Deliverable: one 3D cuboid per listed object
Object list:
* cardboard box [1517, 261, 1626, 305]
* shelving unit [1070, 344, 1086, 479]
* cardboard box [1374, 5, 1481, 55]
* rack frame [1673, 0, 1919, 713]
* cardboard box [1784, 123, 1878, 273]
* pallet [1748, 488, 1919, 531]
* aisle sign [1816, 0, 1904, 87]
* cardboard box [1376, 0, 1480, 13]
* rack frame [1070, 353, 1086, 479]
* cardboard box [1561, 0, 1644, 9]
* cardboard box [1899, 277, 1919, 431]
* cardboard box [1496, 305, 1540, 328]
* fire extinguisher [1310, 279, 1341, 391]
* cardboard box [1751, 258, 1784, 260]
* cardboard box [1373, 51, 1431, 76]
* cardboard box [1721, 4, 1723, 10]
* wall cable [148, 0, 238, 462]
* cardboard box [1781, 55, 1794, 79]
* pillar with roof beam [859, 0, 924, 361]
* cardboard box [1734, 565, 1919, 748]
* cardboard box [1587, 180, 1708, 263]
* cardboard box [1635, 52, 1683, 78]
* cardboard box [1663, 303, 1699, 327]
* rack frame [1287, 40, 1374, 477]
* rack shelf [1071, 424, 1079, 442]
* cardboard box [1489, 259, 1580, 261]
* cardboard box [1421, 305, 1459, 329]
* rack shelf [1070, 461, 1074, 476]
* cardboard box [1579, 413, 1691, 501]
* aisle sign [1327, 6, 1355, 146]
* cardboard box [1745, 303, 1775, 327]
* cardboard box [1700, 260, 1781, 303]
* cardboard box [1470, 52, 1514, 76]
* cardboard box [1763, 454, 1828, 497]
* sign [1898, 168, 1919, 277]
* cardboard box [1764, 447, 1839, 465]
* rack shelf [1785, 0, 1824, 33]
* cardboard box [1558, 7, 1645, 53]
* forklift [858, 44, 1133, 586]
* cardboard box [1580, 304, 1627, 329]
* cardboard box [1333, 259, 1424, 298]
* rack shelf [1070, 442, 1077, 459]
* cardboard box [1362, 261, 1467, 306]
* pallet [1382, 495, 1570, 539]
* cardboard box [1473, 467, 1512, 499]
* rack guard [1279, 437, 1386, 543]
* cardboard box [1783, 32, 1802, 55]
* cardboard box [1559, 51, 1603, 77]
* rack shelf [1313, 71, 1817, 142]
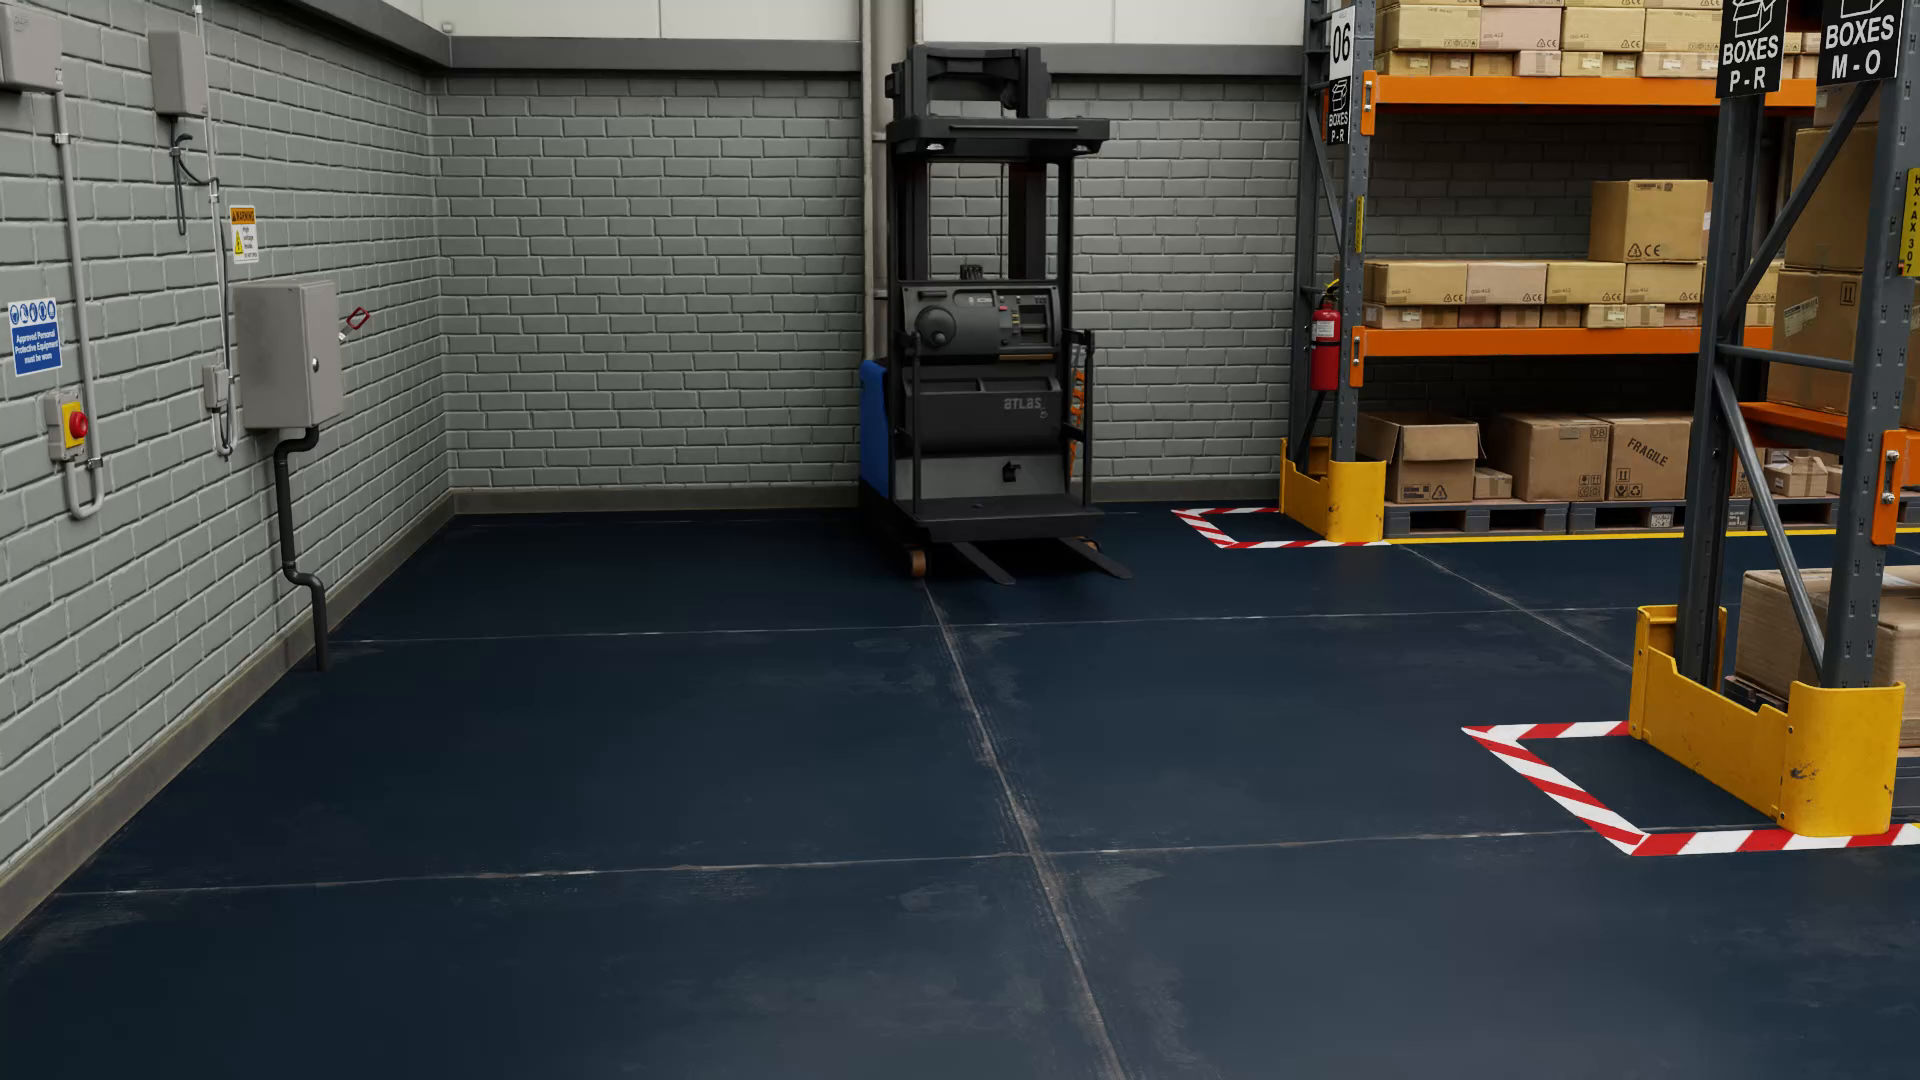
[{"bbox_3d":[3.813,-1.619,10.445,0.500,0.250,0.500,-1,11,-7],"label":"cardboard box"},{"bbox_3d":[0.661,-0.787,11.281,0.258,1.200,0.189,6,-7,29],"label":"shelving unit"},{"bbox_3d":[2.799,-3.068,10.041,0.500,0.250,0.500,-1,11,-7],"label":"cardboard box"},{"bbox_3d":[2.868,-0.615,5.722,0.127,3.000,1.000,-1,11,-6],"label":"rack frame"},{"bbox_3d":[3.322,-1.211,5.899,0.500,0.500,0.500,-1,11,-4],"label":"cardboard box"},{"bbox_3d":[5.622,-0.268,11.185,1.213,0.211,1.003,-1,11,-6],"label":"pallet"},{"bbox_3d":[2.828,-1.834,5.181,0.004,0.787,0.394,-1,11,-6],"label":"aisle sign"},{"bbox_3d":[2.797,-3.318,10.014,0.500,0.250,0.500,-1,11,-7],"label":"cardboard box"},{"bbox_3d":[0.704,-0.771,11.360,0.240,1.200,0.006,6,-7,29],"label":"rack frame"},{"bbox_3d":[3.802,-3.338,10.116,0.500,0.250,0.500,-1,11,-7],"label":"cardboard box"},{"bbox_3d":[3.376,-0.619,5.483,0.500,0.500,0.500,-1,11,-7],"label":"cardboard box"},{"bbox_3d":[3.448,-1.418,10.456,0.250,0.149,0.380,-1,11,-4],"label":"cardboard box"},{"bbox_3d":[2.232,-1.255,10.141,0.183,0.674,0.296,-1,11,-6],"label":"fire extinguisher"},{"bbox_3d":[5.286,-1.753,11.124,0.500,0.250,0.500,-1,11,-7],"label":"cardboard box"},{"bbox_3d":[2.670,-2.878,10.106,0.250,0.149,0.380,-1,11,-5],"label":"cardboard box"},{"bbox_3d":[4.821,-3.362,10.240,0.500,0.250,0.500,-1,11,-5],"label":"cardboard box"},{"bbox_3d":[-2.900,-1.264,6.386,0.122,1.984,0.588,-1,11,-6],"label":"wall cable"},{"bbox_3d":[4.954,-2.922,10.332,0.250,0.149,0.380,-1,11,-4],"label":"cardboard box"},{"bbox_3d":[0.015,-3.802,6.379,0.400,9.000,9.100,-1,11,-6],"label":"pillar with roof beam"},{"bbox_3d":[3.513,0.403,6.096,0.875,0.438,0.875,-2,11,-8],"label":"cardboard box"},{"bbox_3d":[4.300,-1.997,10.422,0.500,0.500,0.500,-1,11,-5],"label":"cardboard box"},{"bbox_3d":[4.205,-2.891,10.173,0.250,0.149,0.380,-1,11,-6],"label":"cardboard box"},{"bbox_3d":[4.479,-1.443,10.586,0.250,0.149,0.380,-1,11,-6],"label":"cardboard box"},{"bbox_3d":[2.328,-1.567,10.564,0.127,3.000,1.000,-1,11,-6],"label":"rack frame"},{"bbox_3d":[0.654,-0.744,11.276,0.258,0.103,0.180,6,-7,29],"label":"rack shelf"},{"bbox_3d":[3.763,-1.720,10.958,0.500,0.250,0.500,-1,11,-4],"label":"cardboard box"},{"bbox_3d":[2.933,-1.412,10.427,0.250,0.149,0.380,-1,11,-5],"label":"cardboard box"},{"bbox_3d":[0.612,-0.509,11.249,0.258,0.103,0.180,6,-7,29],"label":"rack shelf"},{"bbox_3d":[4.337,-0.543,10.748,0.500,0.500,0.500,-1,11,-5],"label":"cardboard box"},{"bbox_3d":[2.292,-2.785,10.019,0.004,0.787,0.394,-1,11,-6],"label":"aisle sign"},{"bbox_3d":[4.988,-1.442,10.576,0.250,0.149,0.380,-1,11,-7],"label":"cardboard box"},{"bbox_3d":[4.831,-1.644,10.574,0.500,0.250,0.500,-1,11,-6],"label":"cardboard box"},{"bbox_3d":[3.185,-2.890,10.169,0.250,0.149,0.380,-1,11,-6],"label":"cardboard box"},{"bbox_3d":[5.428,-0.440,10.827,0.258,0.266,0.396,-1,11,-4],"label":"cardboard box"},{"bbox_3d":[2.922,-0.972,5.089,0.005,0.325,0.100,-1,11,-6],"label":"sign"},{"bbox_3d":[5.623,-0.569,11.367,0.500,0.311,0.500,-1,11,-4],"label":"cardboard box"},{"bbox_3d":[4.856,-1.776,5.714,4.000,0.370,1.077,-1,11,-6],"label":"rack shelf"},{"bbox_3d":[3.812,-3.091,10.157,0.500,0.250,0.500,-2,11,-8],"label":"cardboard box"},{"bbox_3d":[0.178,-1.302,9.394,1.130,2.935,3.031,-3,11,-13],"label":"forklift"},{"bbox_3d":[3.971,-1.415,10.443,0.250,0.149,0.380,-2,11,-8],"label":"cardboard box"},{"bbox_3d":[2.757,-1.700,10.857,0.500,0.250,0.500,-1,11,-4],"label":"cardboard box"},{"bbox_3d":[0.633,-0.627,11.262,0.258,0.103,0.180,6,-7,29],"label":"rack shelf"},{"bbox_3d":[2.809,-1.597,10.335,0.500,0.250,0.500,-1,11,-6],"label":"cardboard box"},{"bbox_3d":[3.196,-0.217,10.926,1.213,0.211,1.003,-1,11,-6],"label":"pallet"},{"bbox_3d":[3.373,-0.370,10.778,0.250,0.149,0.380,-2,11,-8],"label":"cardboard box"},{"bbox_3d":[2.404,-0.342,10.813,0.348,0.500,1.175,-1,11,-6],"label":"rack guard"},{"bbox_3d":[4.826,-3.115,10.280,0.500,0.250,0.500,-1,11,-5],"label":"cardboard box"},{"bbox_3d":[3.703,-2.883,10.130,0.250,0.149,0.380,-1,11,-6],"label":"cardboard box"},{"bbox_3d":[4.317,-2.728,10.556,4.000,0.370,1.077,-1,11,-6],"label":"rack shelf"}]
